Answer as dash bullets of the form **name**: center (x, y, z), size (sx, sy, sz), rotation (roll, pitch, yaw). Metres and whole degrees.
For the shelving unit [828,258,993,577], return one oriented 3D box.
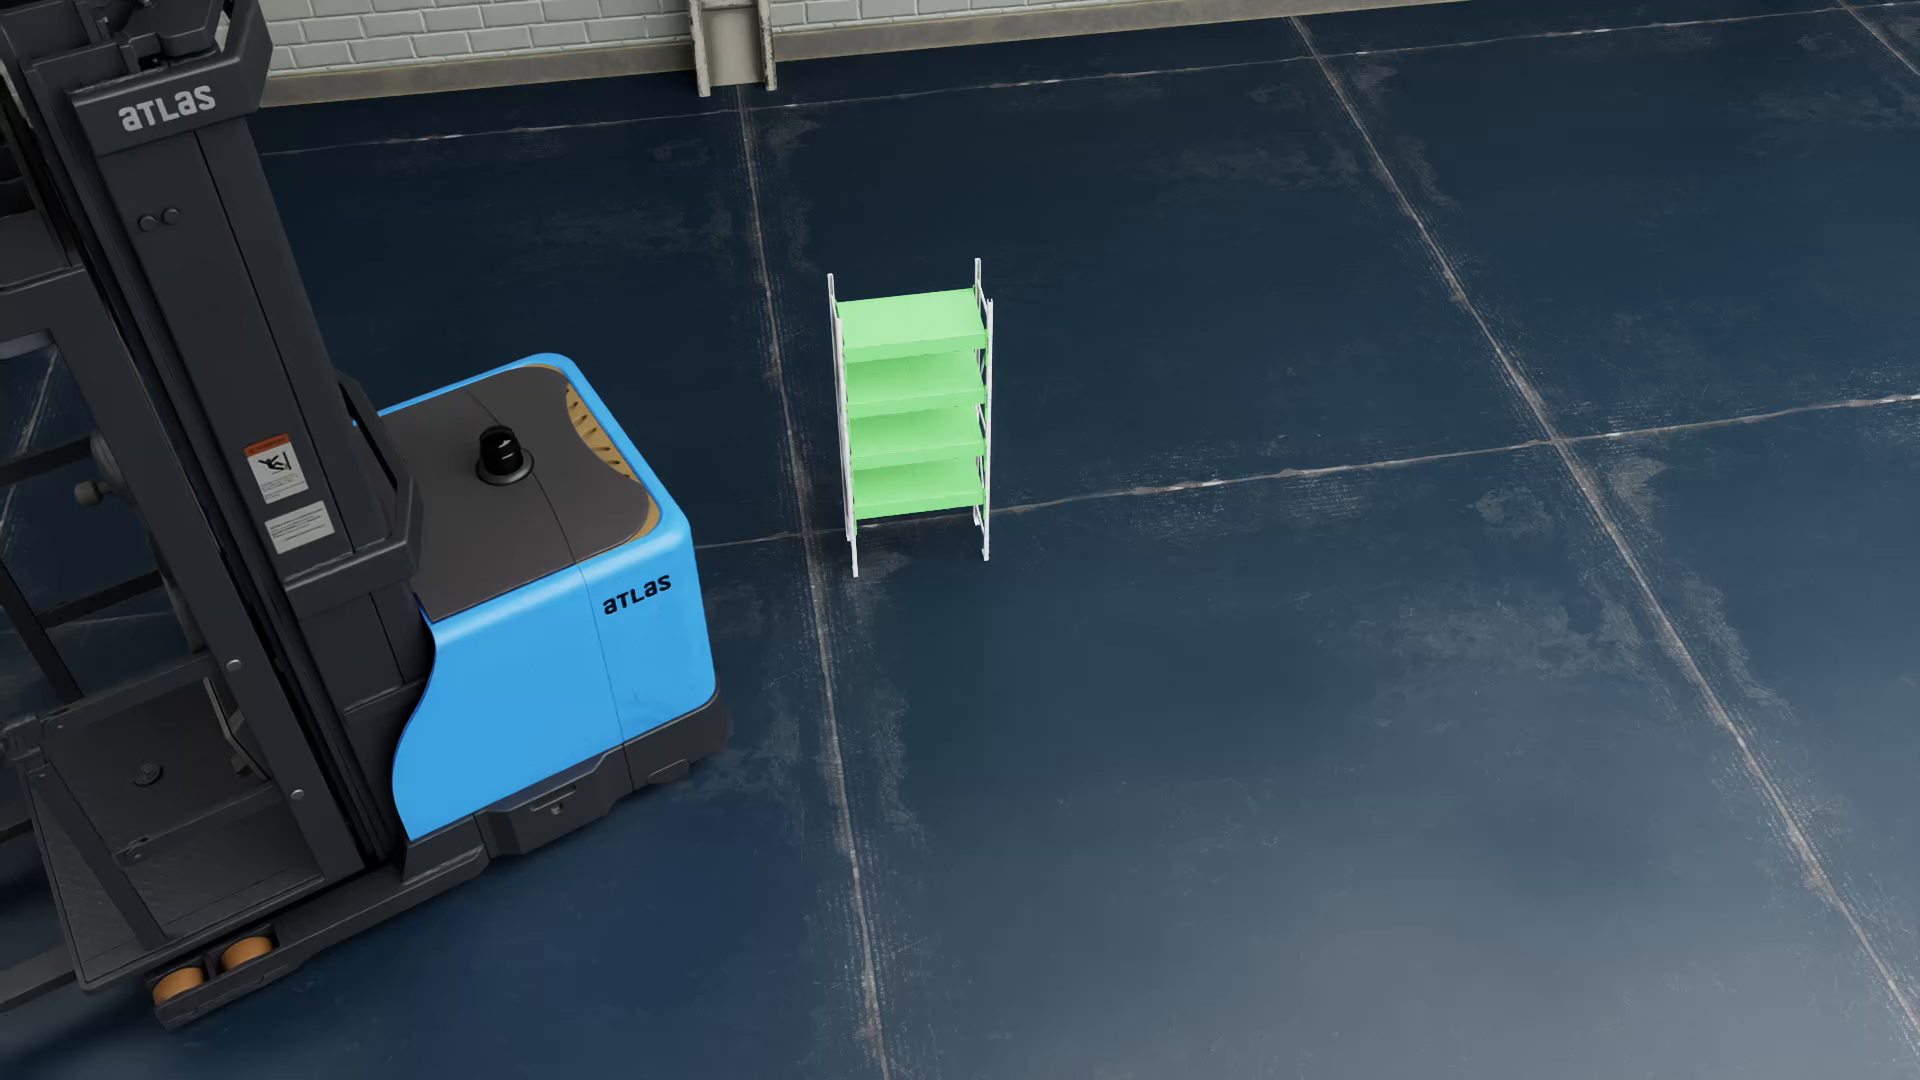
- **shelving unit**: center (-0.163, -0.396, 5.798), size (0.503, 1.200, 0.258), rotation (-7, 46, -7)

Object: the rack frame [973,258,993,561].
- **rack frame**: center (0.077, -0.426, 5.827), size (0.015, 1.200, 0.240), rotation (-7, 46, -7)

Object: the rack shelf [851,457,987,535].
- **rack shelf**: center (-0.163, -0.185, 6.017), size (0.480, 0.148, 0.258), rotation (-7, 46, -7)

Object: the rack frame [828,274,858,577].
- **rack frame**: center (-0.404, -0.366, 5.769), size (0.015, 1.200, 0.240), rotation (-7, 46, -7)

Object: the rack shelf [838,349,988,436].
- **rack shelf**: center (-0.163, -0.518, 5.671), size (0.480, 0.148, 0.258), rotation (-7, 46, -7)

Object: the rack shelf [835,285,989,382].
- **rack shelf**: center (-0.163, -0.685, 5.499), size (0.480, 0.148, 0.258), rotation (-7, 46, -7)

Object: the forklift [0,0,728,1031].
- **forklift**: center (-2.294, -0.041, 4.254), size (3.031, 2.935, 1.130), rotation (-24, 51, -22)

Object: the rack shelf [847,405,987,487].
- **rack shelf**: center (-0.163, -0.352, 5.844), size (0.480, 0.148, 0.258), rotation (-7, 46, -7)

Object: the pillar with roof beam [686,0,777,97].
- **pillar with roof beam**: center (-0.416, -2.443, 2.354), size (0.400, 9.000, 9.100), rotation (-7, 46, -7)
